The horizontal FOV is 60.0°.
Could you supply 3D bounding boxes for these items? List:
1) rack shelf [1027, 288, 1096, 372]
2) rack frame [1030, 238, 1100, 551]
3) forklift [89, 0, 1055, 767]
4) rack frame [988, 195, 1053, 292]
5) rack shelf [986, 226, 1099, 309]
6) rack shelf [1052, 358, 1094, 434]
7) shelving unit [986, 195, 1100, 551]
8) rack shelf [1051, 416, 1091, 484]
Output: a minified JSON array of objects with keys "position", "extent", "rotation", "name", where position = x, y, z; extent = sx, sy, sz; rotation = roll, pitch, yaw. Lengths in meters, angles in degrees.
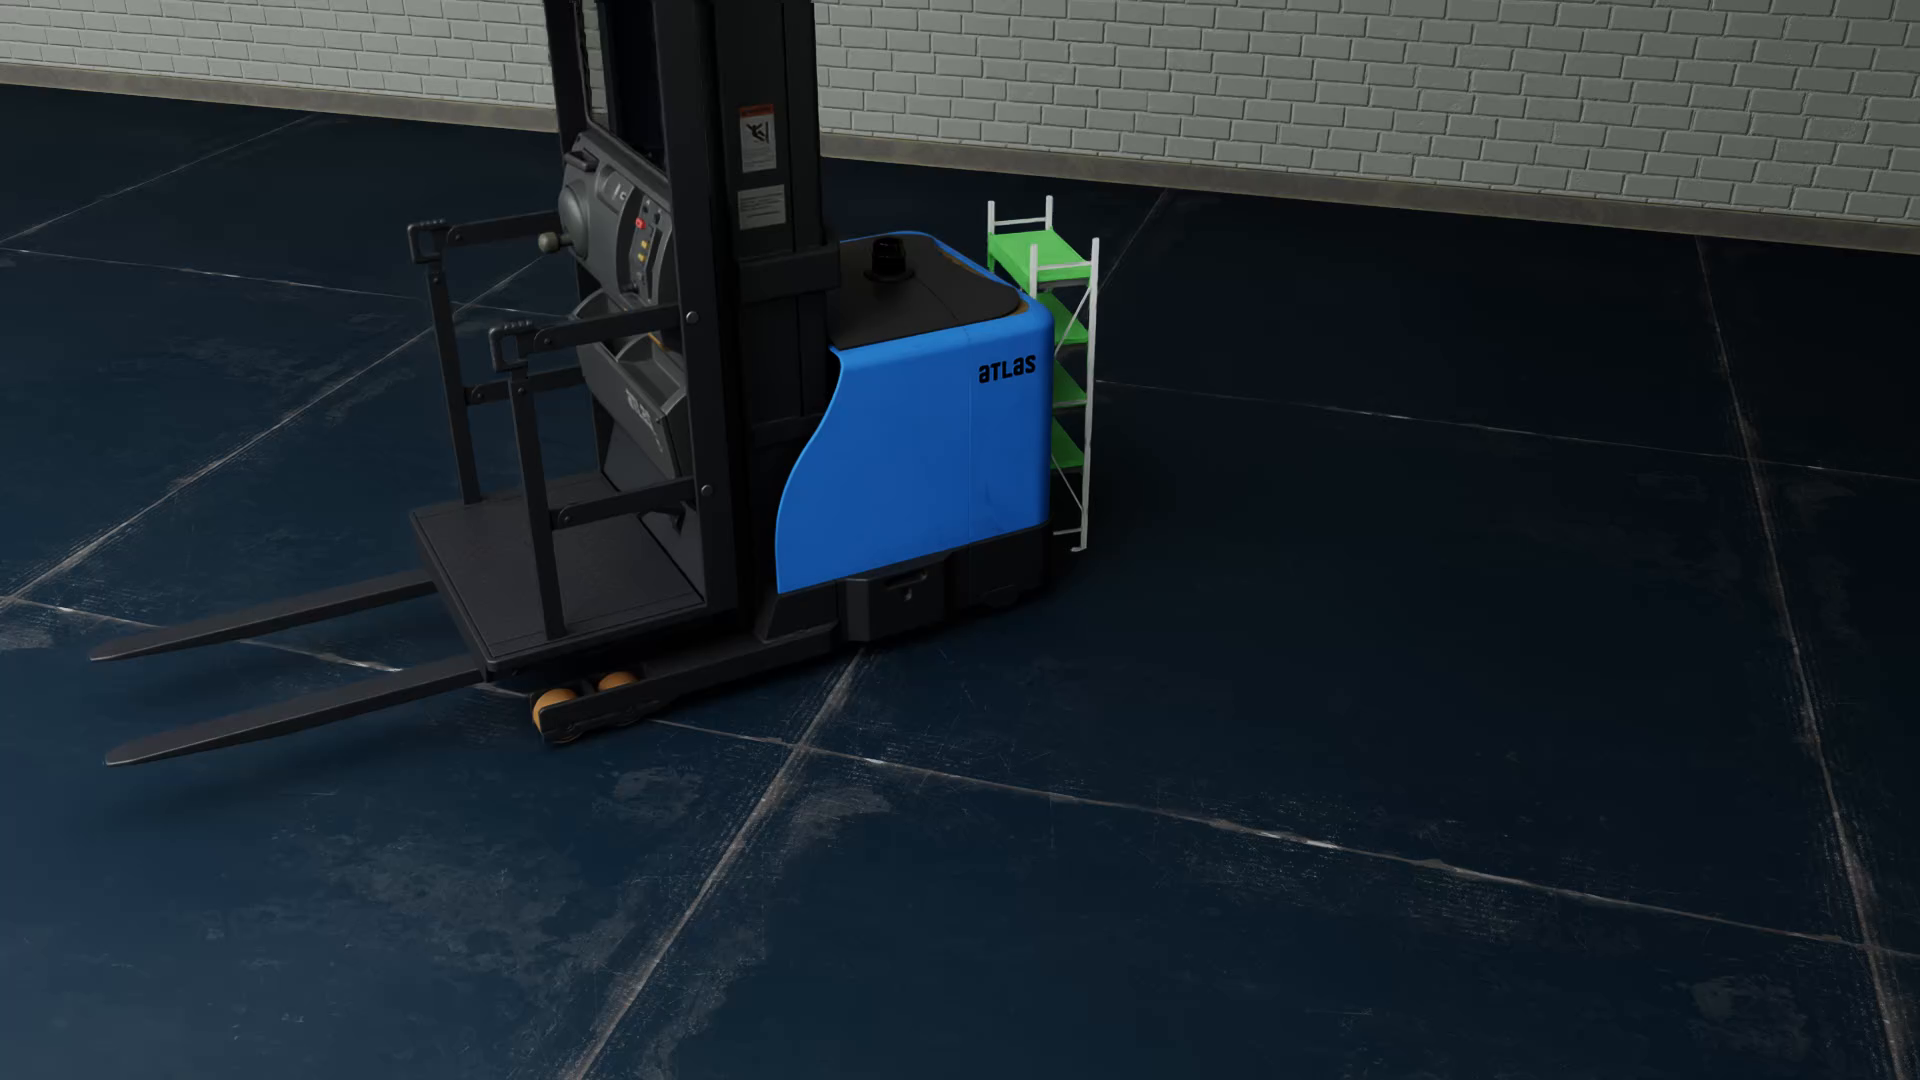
[{"position":[0.286,-0.745,5.993],"extent":[0.258,0.148,0.480],"rotation":[-8,30,-14],"name":"rack shelf"},{"position":[0.353,-0.477,5.873],"extent":[0.240,1.200,0.015],"rotation":[-8,30,-14],"name":"rack frame"},{"position":[-1.218,-0.948,4.940],"extent":[3.031,2.935,1.130],"rotation":[-15,32,-25],"name":"forklift"},{"position":[0.218,-0.705,6.283],"extent":[0.240,1.200,0.015],"rotation":[-8,30,-14],"name":"rack frame"},{"position":[0.286,-0.955,5.876],"extent":[0.258,0.148,0.480],"rotation":[-8,30,-14],"name":"rack shelf"},{"position":[0.286,-0.535,6.109],"extent":[0.258,0.148,0.480],"rotation":[-8,30,-14],"name":"rack shelf"},{"position":[0.286,-0.591,6.078],"extent":[0.258,1.200,0.503],"rotation":[-8,30,-14],"name":"shelving unit"},{"position":[0.286,-0.325,6.226],"extent":[0.258,0.148,0.480],"rotation":[-8,30,-14],"name":"rack shelf"}]
